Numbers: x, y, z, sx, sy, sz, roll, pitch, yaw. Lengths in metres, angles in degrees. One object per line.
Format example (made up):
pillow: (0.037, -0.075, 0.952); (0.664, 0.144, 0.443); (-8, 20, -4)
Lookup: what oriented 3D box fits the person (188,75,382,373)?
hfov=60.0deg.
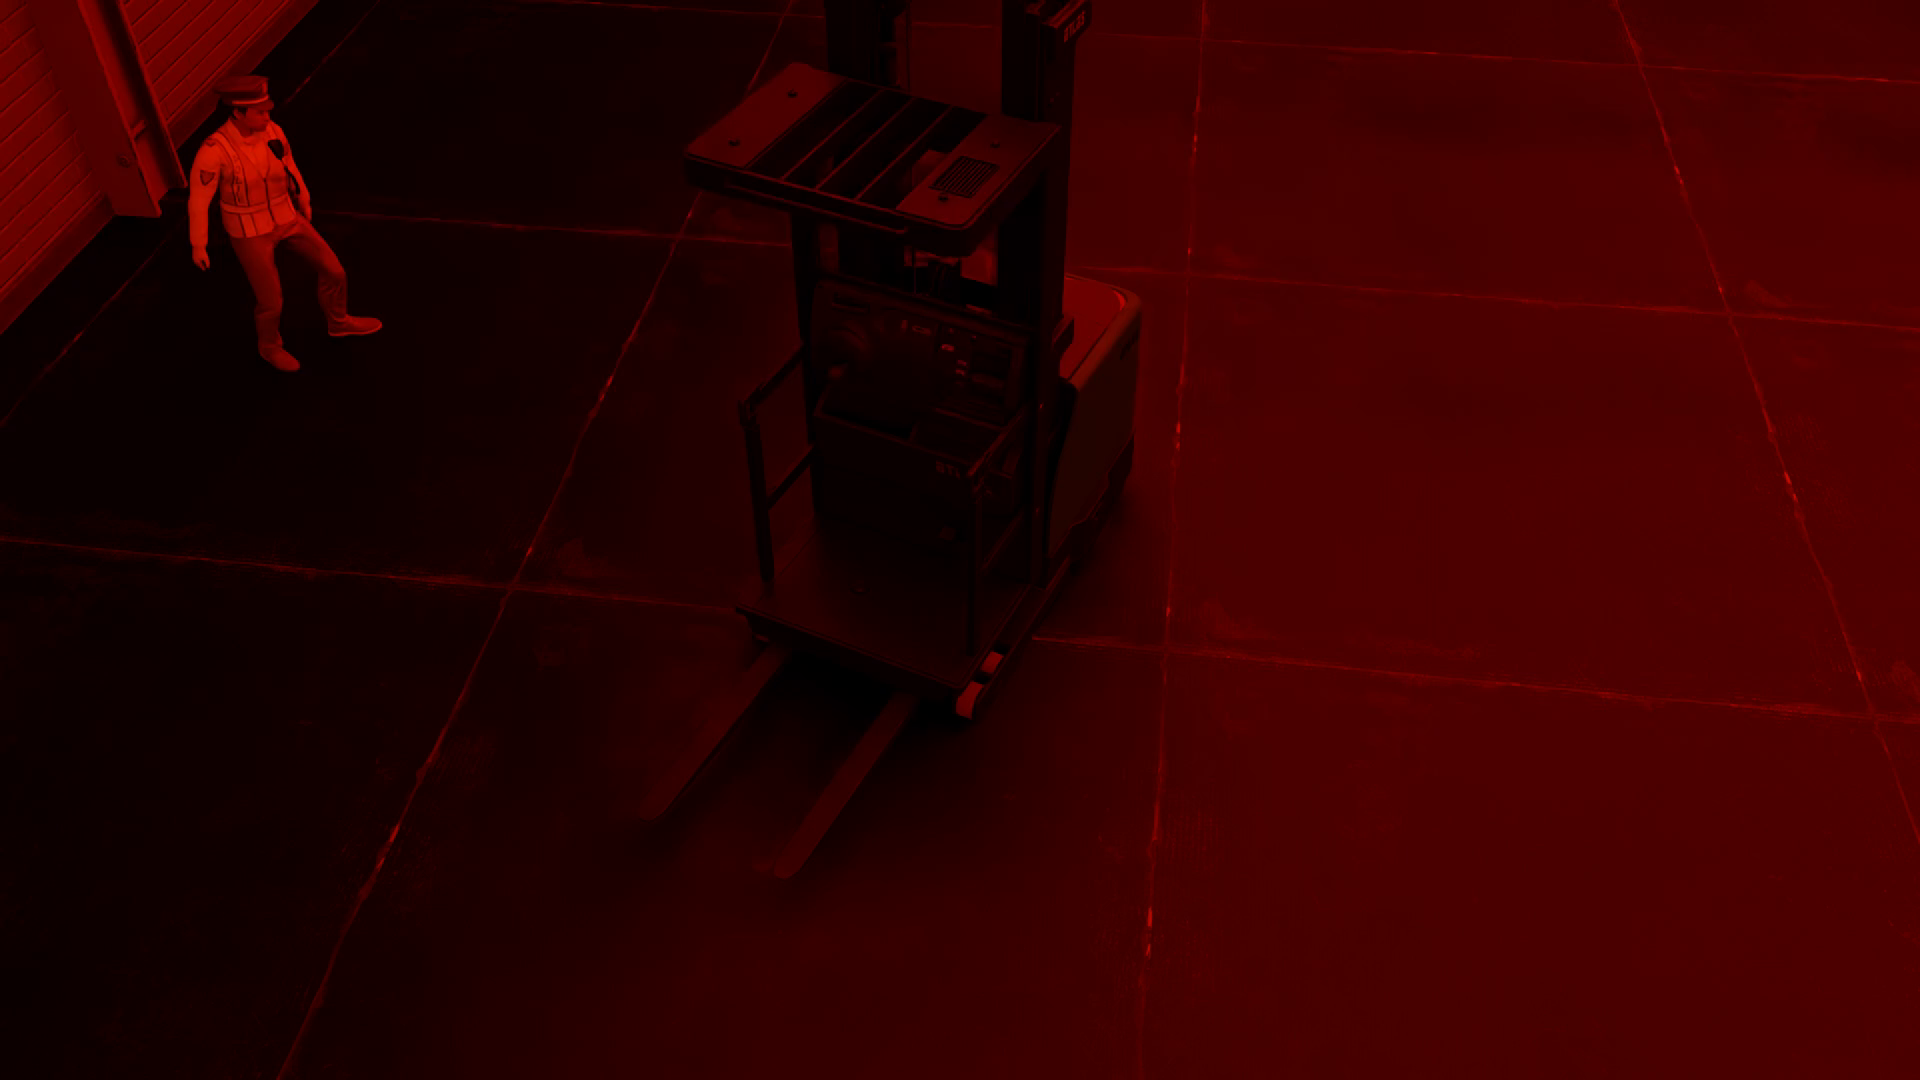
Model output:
person: (-3.509, -1.592, 8.443); (0.413, 1.638, 0.807); (28, 49, 27)

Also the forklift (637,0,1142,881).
forklift: (-0.269, -0.663, 6.446); (1.130, 2.935, 3.031); (19, 46, 19)
